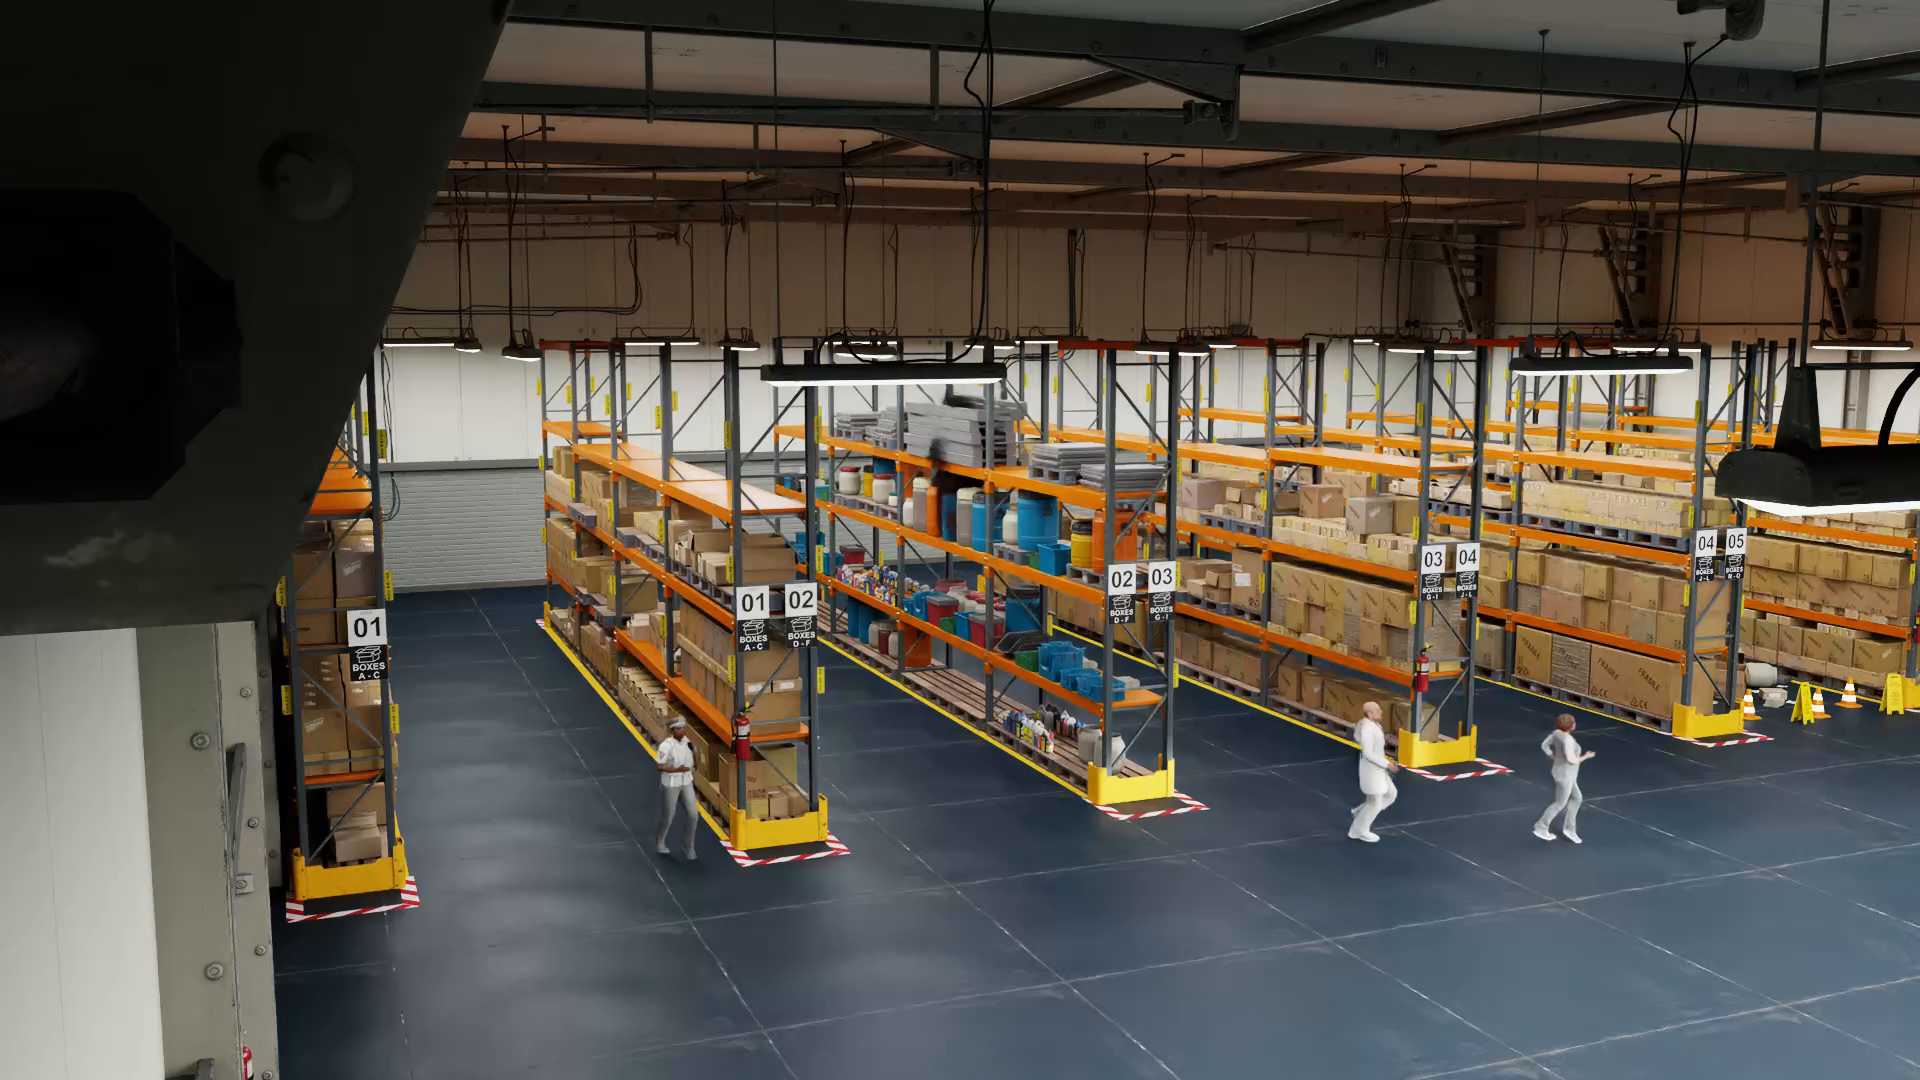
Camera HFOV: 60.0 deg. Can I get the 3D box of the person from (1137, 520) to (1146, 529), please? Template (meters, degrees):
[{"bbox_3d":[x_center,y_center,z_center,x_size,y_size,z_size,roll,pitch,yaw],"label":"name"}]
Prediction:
[{"bbox_3d":[4.462,0.164,40.917,0.771,1.751,0.758,-7,10,-42],"label":"person"}]

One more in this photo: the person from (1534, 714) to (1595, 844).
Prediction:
[{"bbox_3d":[7.351,2.912,20.235,0.677,1.637,0.516,1,7,7],"label":"person"}]

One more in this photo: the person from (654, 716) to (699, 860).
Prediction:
[{"bbox_3d":[-3.357,2.949,19.757,0.579,1.781,0.675,-7,10,-42],"label":"person"}]

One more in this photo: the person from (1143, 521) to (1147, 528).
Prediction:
[{"bbox_3d":[4.362,0.403,38.787,0.675,1.802,0.880,-2,8,-16],"label":"person"}]

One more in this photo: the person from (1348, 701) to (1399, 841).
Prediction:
[{"bbox_3d":[5.085,2.828,20.396,0.586,1.738,0.721,2,8,15],"label":"person"}]
